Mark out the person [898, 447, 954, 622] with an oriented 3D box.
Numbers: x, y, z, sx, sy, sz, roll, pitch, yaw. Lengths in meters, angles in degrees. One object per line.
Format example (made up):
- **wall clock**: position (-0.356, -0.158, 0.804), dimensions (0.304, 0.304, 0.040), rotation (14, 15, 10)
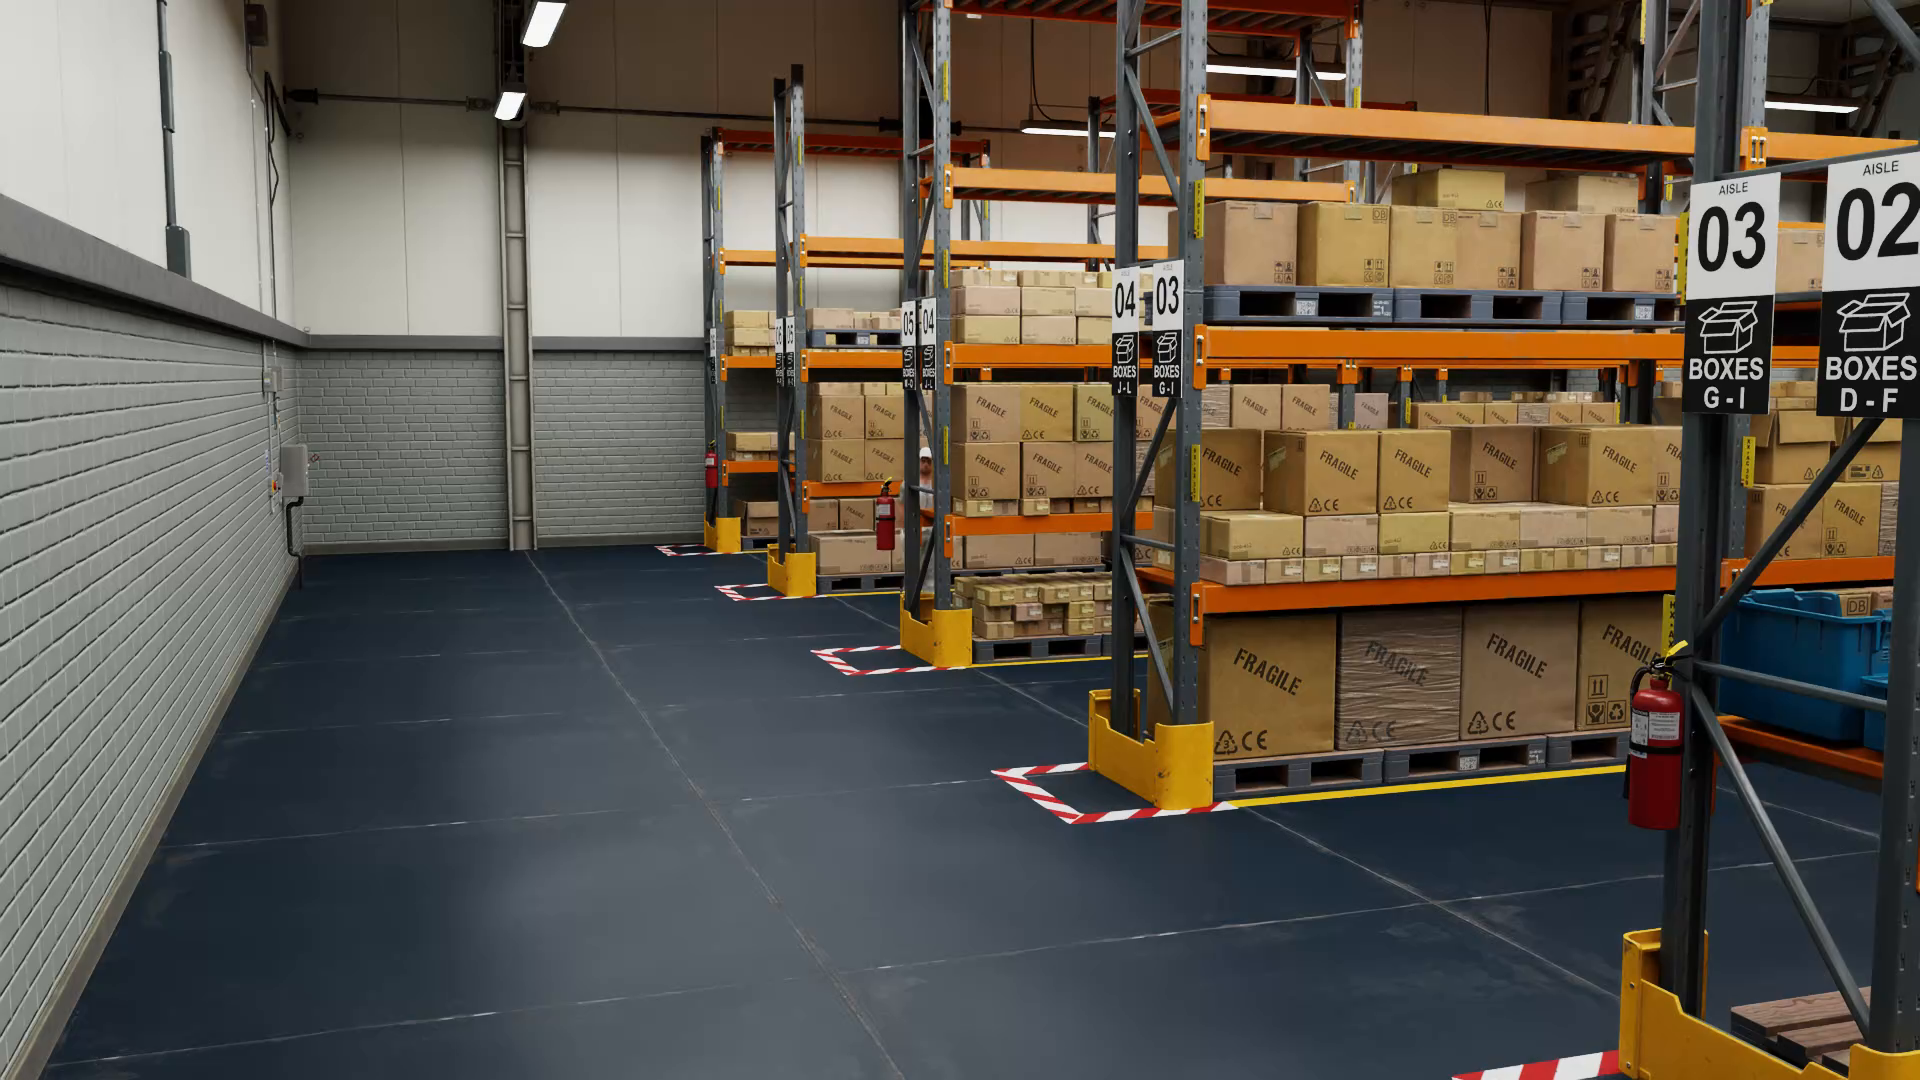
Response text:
- **person**: position (-0.345, -0.049, 17.032), dimensions (0.576, 1.804, 0.381), rotation (-1, 6, -14)
